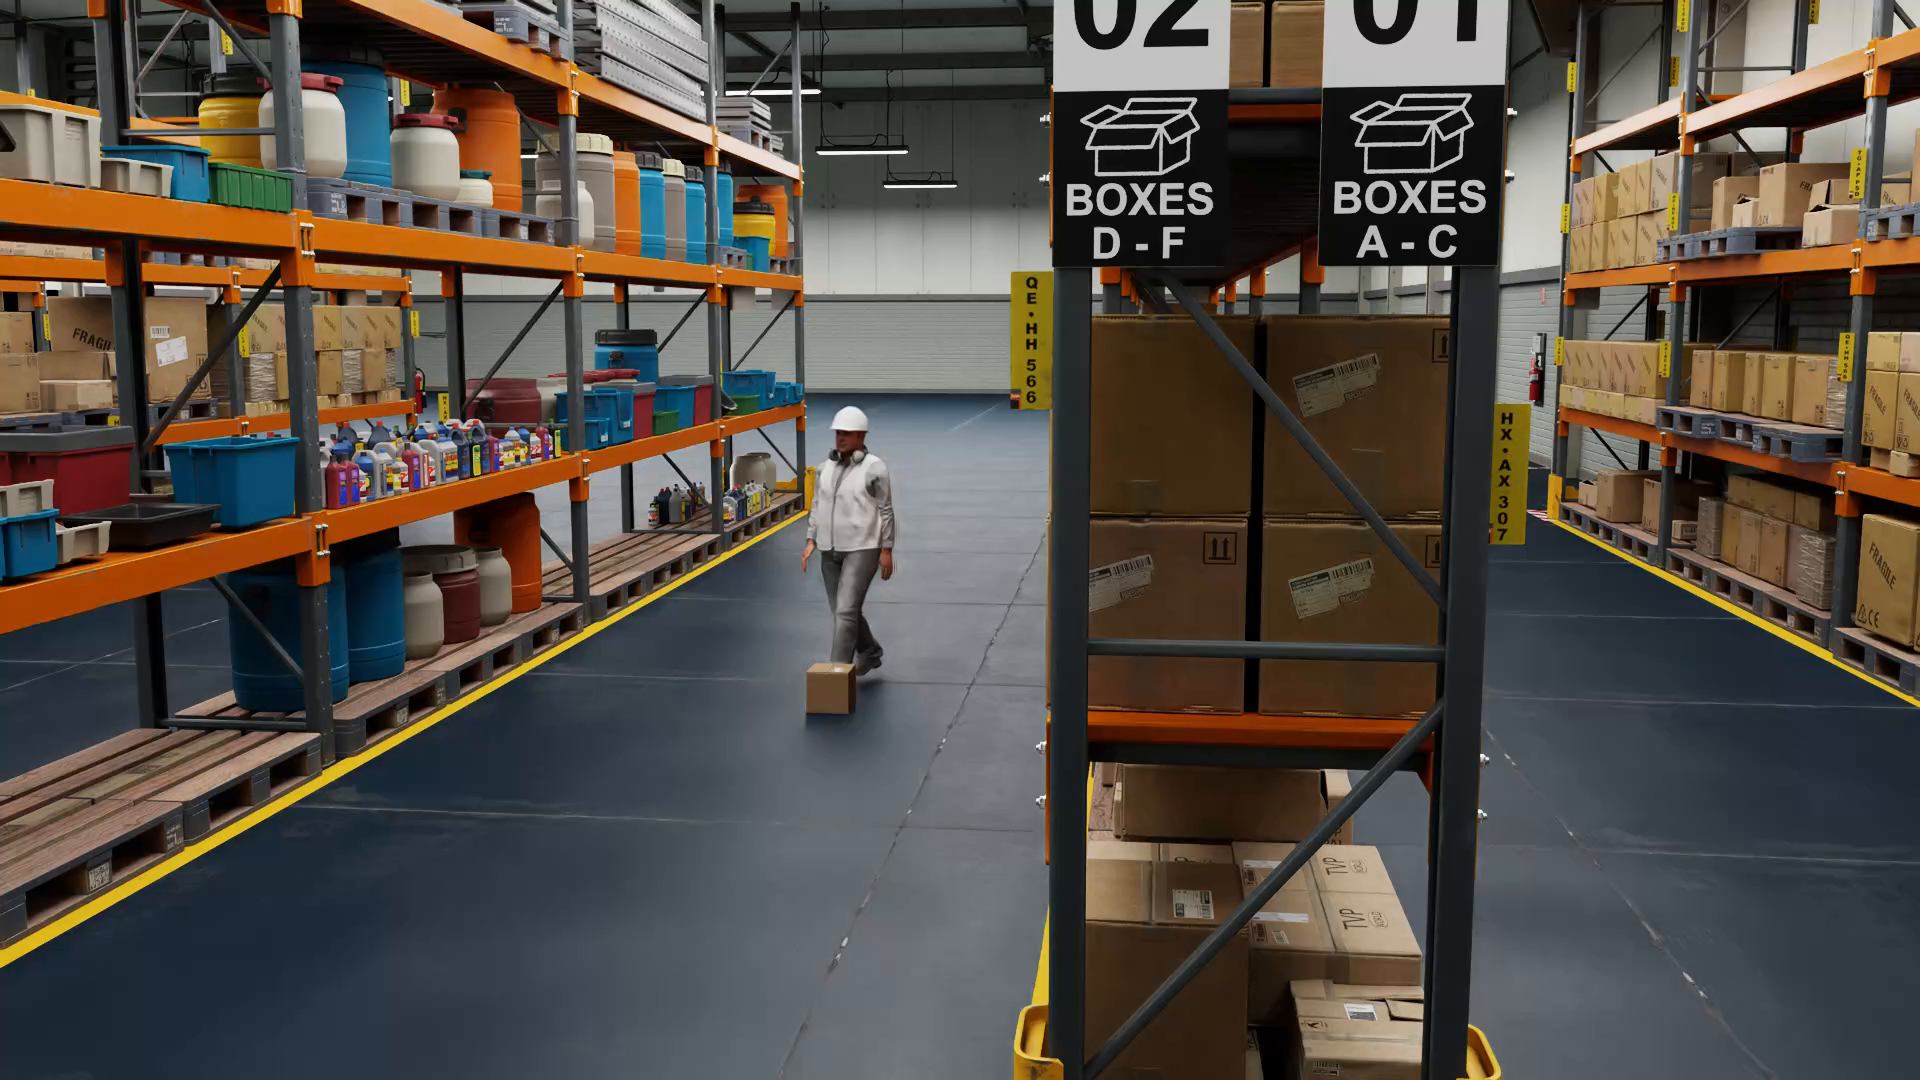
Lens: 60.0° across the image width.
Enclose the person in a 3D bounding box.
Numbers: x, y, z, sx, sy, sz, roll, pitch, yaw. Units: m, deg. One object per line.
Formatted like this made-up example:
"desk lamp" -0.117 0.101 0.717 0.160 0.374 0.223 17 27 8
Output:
"person" -0.731 0.048 10.318 0.546 1.741 0.884 5 9 34
